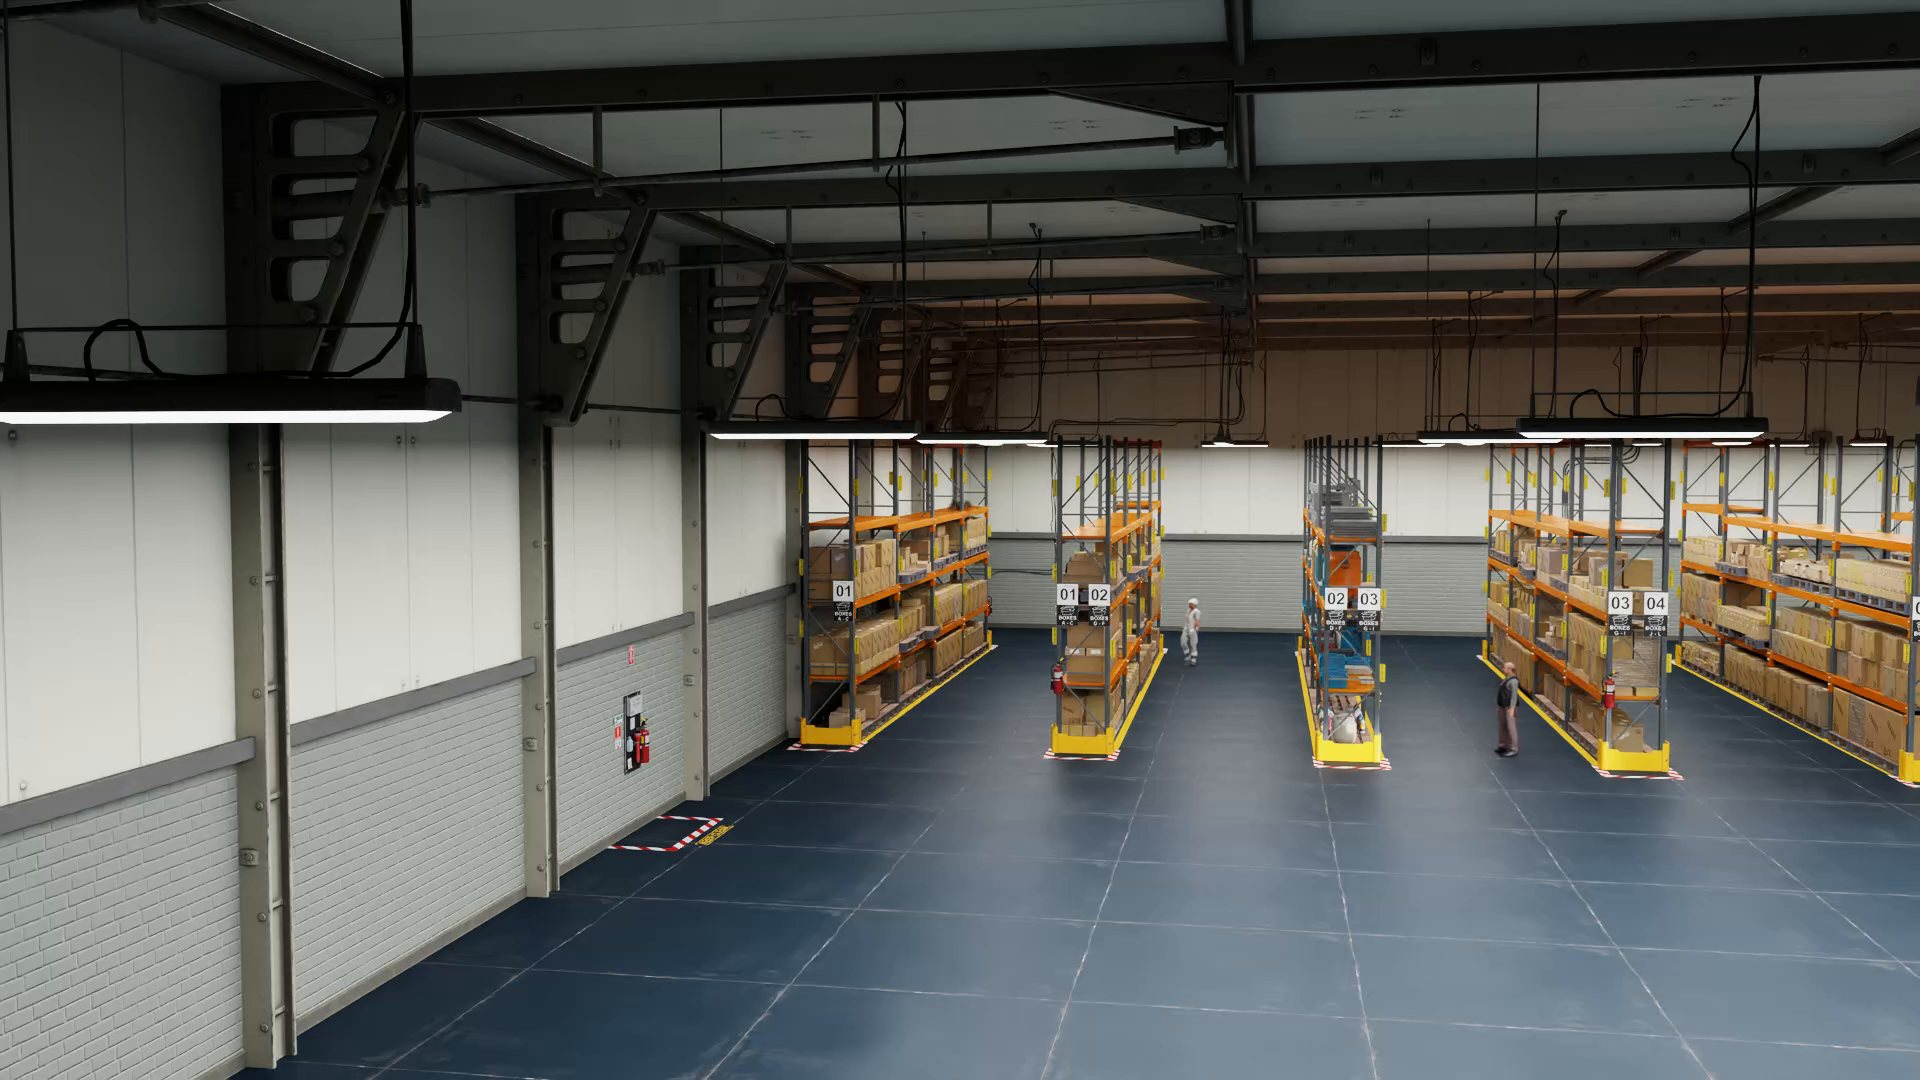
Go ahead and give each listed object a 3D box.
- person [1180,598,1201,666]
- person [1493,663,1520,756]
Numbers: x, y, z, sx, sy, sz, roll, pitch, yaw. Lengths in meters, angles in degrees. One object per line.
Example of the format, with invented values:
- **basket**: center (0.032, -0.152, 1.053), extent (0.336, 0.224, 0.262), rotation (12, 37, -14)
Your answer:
- **person**: center (6.091, 2.470, 44.220), extent (0.625, 1.848, 0.639), rotation (2, 4, 38)
- **person**: center (10.302, 3.164, 31.296), extent (0.431, 1.720, 0.574), rotation (-1, 3, -13)
